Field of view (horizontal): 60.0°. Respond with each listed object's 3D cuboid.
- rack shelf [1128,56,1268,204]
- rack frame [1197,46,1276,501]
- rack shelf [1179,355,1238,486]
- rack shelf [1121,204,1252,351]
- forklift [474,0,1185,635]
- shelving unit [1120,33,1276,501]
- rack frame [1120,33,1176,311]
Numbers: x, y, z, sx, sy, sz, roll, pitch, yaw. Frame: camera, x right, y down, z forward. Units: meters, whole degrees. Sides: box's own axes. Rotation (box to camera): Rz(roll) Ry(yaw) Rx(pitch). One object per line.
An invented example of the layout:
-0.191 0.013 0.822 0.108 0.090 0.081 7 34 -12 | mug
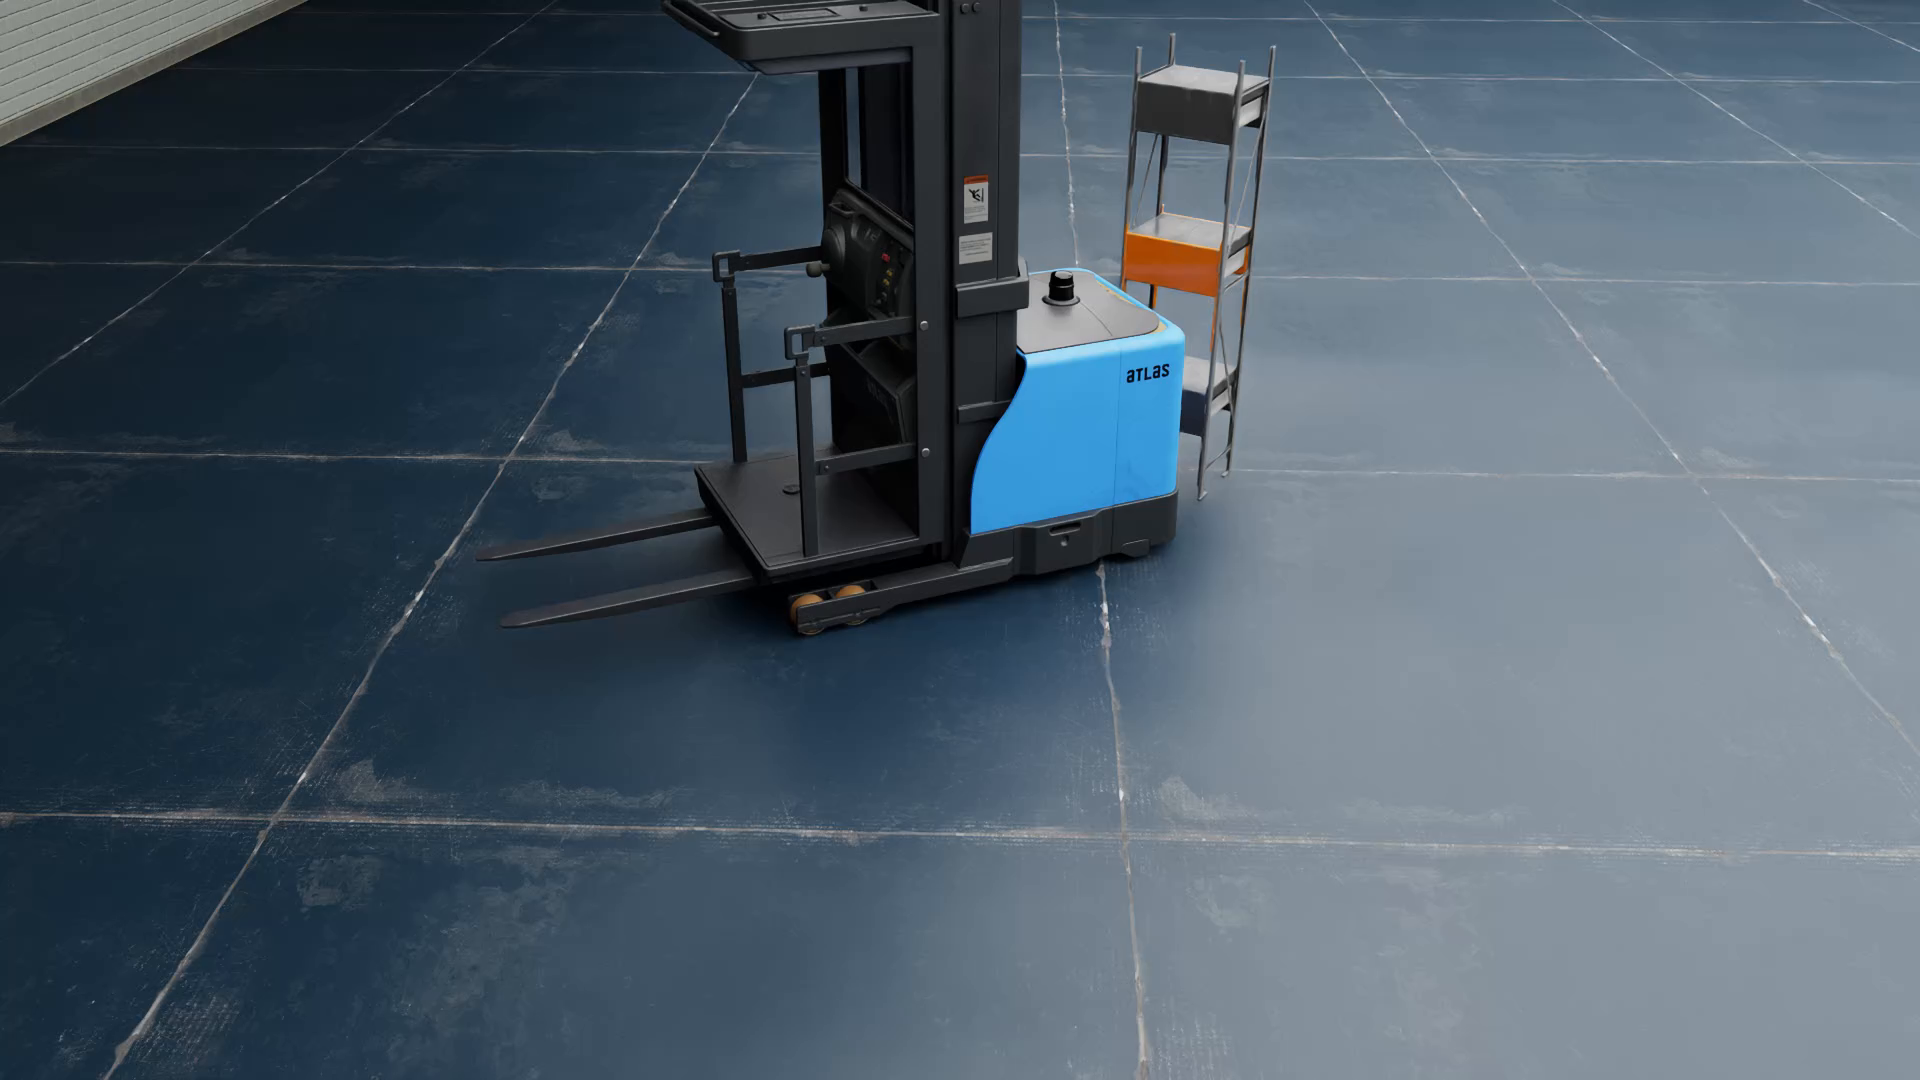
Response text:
1.086 -1.868 7.552 0.480 0.518 0.431 16 31 26 | rack shelf
1.283 -1.199 7.764 0.015 2.100 0.400 16 31 26 | rack frame
1.059 -0.629 8.204 0.480 0.518 0.431 16 31 26 | rack shelf
1.073 -1.248 7.878 0.480 0.518 0.431 16 31 26 | rack shelf
-0.572 -1.178 6.843 3.031 2.935 1.130 -12 30 -21 | forklift
1.073 -1.261 7.872 0.503 2.100 0.431 16 31 26 | shelving unit
0.863 -1.322 7.979 0.015 2.100 0.400 16 31 26 | rack frame
